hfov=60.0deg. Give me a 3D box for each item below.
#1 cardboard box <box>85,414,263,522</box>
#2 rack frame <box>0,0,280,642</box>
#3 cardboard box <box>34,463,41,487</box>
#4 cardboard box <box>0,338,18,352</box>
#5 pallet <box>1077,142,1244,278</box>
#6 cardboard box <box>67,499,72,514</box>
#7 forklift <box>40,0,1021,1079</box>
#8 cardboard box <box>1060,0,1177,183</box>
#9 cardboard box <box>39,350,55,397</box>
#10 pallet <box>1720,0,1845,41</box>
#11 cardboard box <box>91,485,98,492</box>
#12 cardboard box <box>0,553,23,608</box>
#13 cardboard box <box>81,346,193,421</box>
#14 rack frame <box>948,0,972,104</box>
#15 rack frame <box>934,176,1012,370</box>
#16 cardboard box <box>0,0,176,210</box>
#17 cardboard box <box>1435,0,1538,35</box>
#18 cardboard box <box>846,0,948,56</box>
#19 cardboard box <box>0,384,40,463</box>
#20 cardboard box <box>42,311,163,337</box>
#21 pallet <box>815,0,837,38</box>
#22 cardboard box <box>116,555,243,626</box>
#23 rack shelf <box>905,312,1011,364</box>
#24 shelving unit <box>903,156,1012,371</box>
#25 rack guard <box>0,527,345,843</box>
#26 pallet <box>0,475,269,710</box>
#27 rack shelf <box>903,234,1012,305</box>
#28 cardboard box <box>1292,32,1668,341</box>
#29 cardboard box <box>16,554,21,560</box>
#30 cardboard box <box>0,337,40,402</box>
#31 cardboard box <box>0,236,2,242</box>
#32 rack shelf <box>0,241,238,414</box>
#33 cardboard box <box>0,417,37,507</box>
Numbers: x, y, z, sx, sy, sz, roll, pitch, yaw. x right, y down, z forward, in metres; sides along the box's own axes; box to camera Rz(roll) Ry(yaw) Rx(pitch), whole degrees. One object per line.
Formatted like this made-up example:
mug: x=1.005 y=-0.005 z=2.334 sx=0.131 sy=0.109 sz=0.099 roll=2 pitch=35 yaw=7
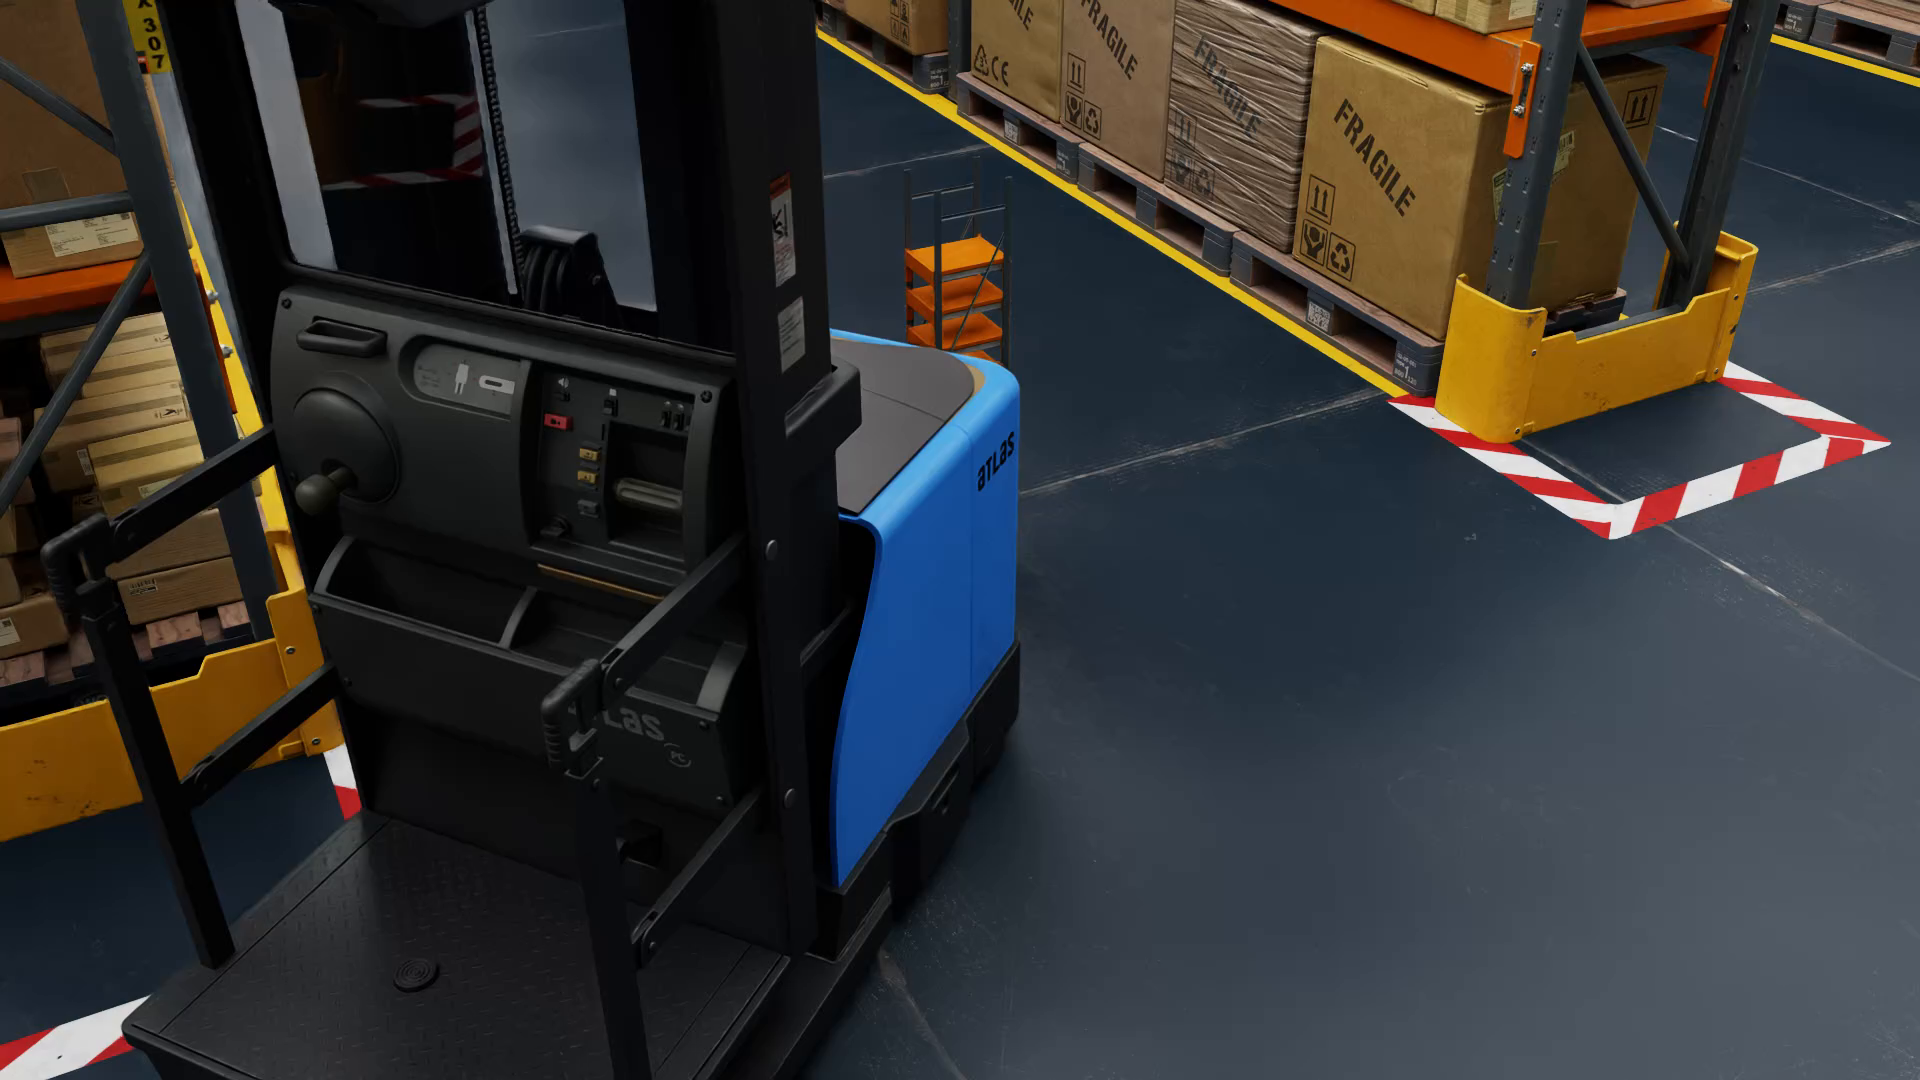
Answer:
cardboard box: x=-2.107 y=-0.187 z=4.463 sx=0.380 sy=0.149 sz=0.250 roll=-18 pitch=37 yaw=-25
rack frame: x=-2.163 y=-0.624 z=3.444 sx=1.000 sy=3.000 sz=0.127 roll=-16 pitch=36 yaw=-23
cardboard box: x=-2.976 y=-0.159 z=4.971 sx=0.380 sy=0.149 sz=0.250 roll=-15 pitch=36 yaw=-23
cardboard box: x=-3.198 y=-0.674 z=5.223 sx=0.380 sy=0.149 sz=0.250 roll=-17 pitch=36 yaw=-25
pallet: x=1.265 y=-1.593 z=7.541 sx=1.003 sy=0.211 sz=1.213 roll=-16 pitch=36 yaw=-23
cardboard box: x=-2.441 y=-0.152 z=4.961 sx=0.380 sy=0.149 sz=0.250 roll=-15 pitch=36 yaw=-23
forklift: x=-0.909 y=-0.124 z=2.727 sx=1.130 sy=2.935 sz=3.031 roll=14 pitch=35 yaw=20
cardboard box: x=1.063 y=-2.250 z=7.562 sx=0.875 sy=0.875 sz=0.875 roll=-16 pitch=36 yaw=-23
cardboard box: x=-2.682 y=-0.533 z=5.278 sx=0.380 sy=0.149 sz=0.250 roll=-18 pitch=37 yaw=-25
pallet: x=5.165 y=-3.463 z=10.460 sx=1.003 sy=0.211 sz=1.213 roll=-16 pitch=36 yaw=-23
cardboard box: x=-2.258 y=-0.186 z=4.737 sx=0.380 sy=0.149 sz=0.250 roll=-16 pitch=36 yaw=-23
cardboard box: x=-2.662 y=0.094 z=4.301 sx=0.380 sy=0.149 sz=0.250 roll=-17 pitch=36 yaw=-24
cardboard box: x=-2.346 y=-0.441 z=4.859 sx=0.380 sy=0.149 sz=0.250 roll=-16 pitch=36 yaw=-23
rack frame: x=0.407 y=-3.733 z=8.296 sx=1.000 sy=3.000 sz=0.127 roll=-16 pitch=36 yaw=-23
rack frame: x=0.036 y=-0.468 z=4.869 sx=0.240 sy=1.200 sz=0.006 roll=-16 pitch=36 yaw=-23
cardboard box: x=-2.128 y=-1.075 z=3.780 sx=0.500 sy=0.500 sz=0.500 roll=-14 pitch=35 yaw=-21
cardboard box: x=1.814 y=-1.805 z=5.520 sx=0.380 sy=0.149 sz=0.250 roll=-15 pitch=36 yaw=-22
cardboard box: x=0.090 y=-3.315 z=9.224 sx=1.225 sy=0.875 sz=0.875 roll=-16 pitch=36 yaw=-23
cardboard box: x=-2.940 y=-0.308 z=4.928 sx=0.380 sy=0.149 sz=0.250 roll=-16 pitch=36 yaw=-24
cardboard box: x=-2.656 y=-0.673 z=5.222 sx=0.380 sy=0.149 sz=0.250 roll=-14 pitch=35 yaw=-21
pallet: x=-0.593 y=-3.491 z=10.503 sx=1.003 sy=0.211 sz=1.213 roll=-16 pitch=36 yaw=-23
cardboard box: x=-2.124 y=0.069 z=4.616 sx=0.380 sy=0.149 sz=0.250 roll=-15 pitch=36 yaw=-22
rack shelf: x=-0.007 y=-0.576 z=4.896 sx=0.258 sy=0.103 sz=0.180 roll=-16 pitch=36 yaw=-23
shelving unit: x=-0.007 y=-0.512 z=4.937 sx=0.258 sy=1.200 sz=0.189 roll=-16 pitch=36 yaw=-23
rack guard: x=-2.199 y=0.392 z=4.175 sx=1.175 sy=0.500 sz=0.348 roll=-16 pitch=36 yaw=-23
pallet: x=-2.546 y=0.117 z=4.872 sx=1.003 sy=0.211 sz=1.213 roll=-16 pitch=36 yaw=-23
rack shelf: x=-0.007 y=-0.778 z=4.767 sx=0.258 sy=0.103 sz=0.180 roll=-16 pitch=36 yaw=-23
cardboard box: x=1.902 y=-1.391 z=6.221 sx=0.875 sy=0.875 sz=0.875 roll=-16 pitch=36 yaw=-23
cardboard box: x=-2.803 y=0.103 z=4.562 sx=0.380 sy=0.149 sz=0.250 roll=-15 pitch=35 yaw=-22
cardboard box: x=-3.312 y=-0.540 z=5.566 sx=0.380 sy=0.149 sz=0.250 roll=-15 pitch=36 yaw=-22
cardboard box: x=-2.180 y=-0.867 z=4.055 sx=0.380 sy=0.149 sz=0.250 roll=-15 pitch=35 yaw=-21
rack shelf: x=-3.096 y=-1.276 z=5.128 sx=1.077 sy=0.370 sz=4.000 roll=-16 pitch=36 yaw=-23
cardboard box: x=-2.701 y=-0.175 z=4.444 sx=0.380 sy=0.149 sz=0.250 roll=-15 pitch=36 yaw=-22
